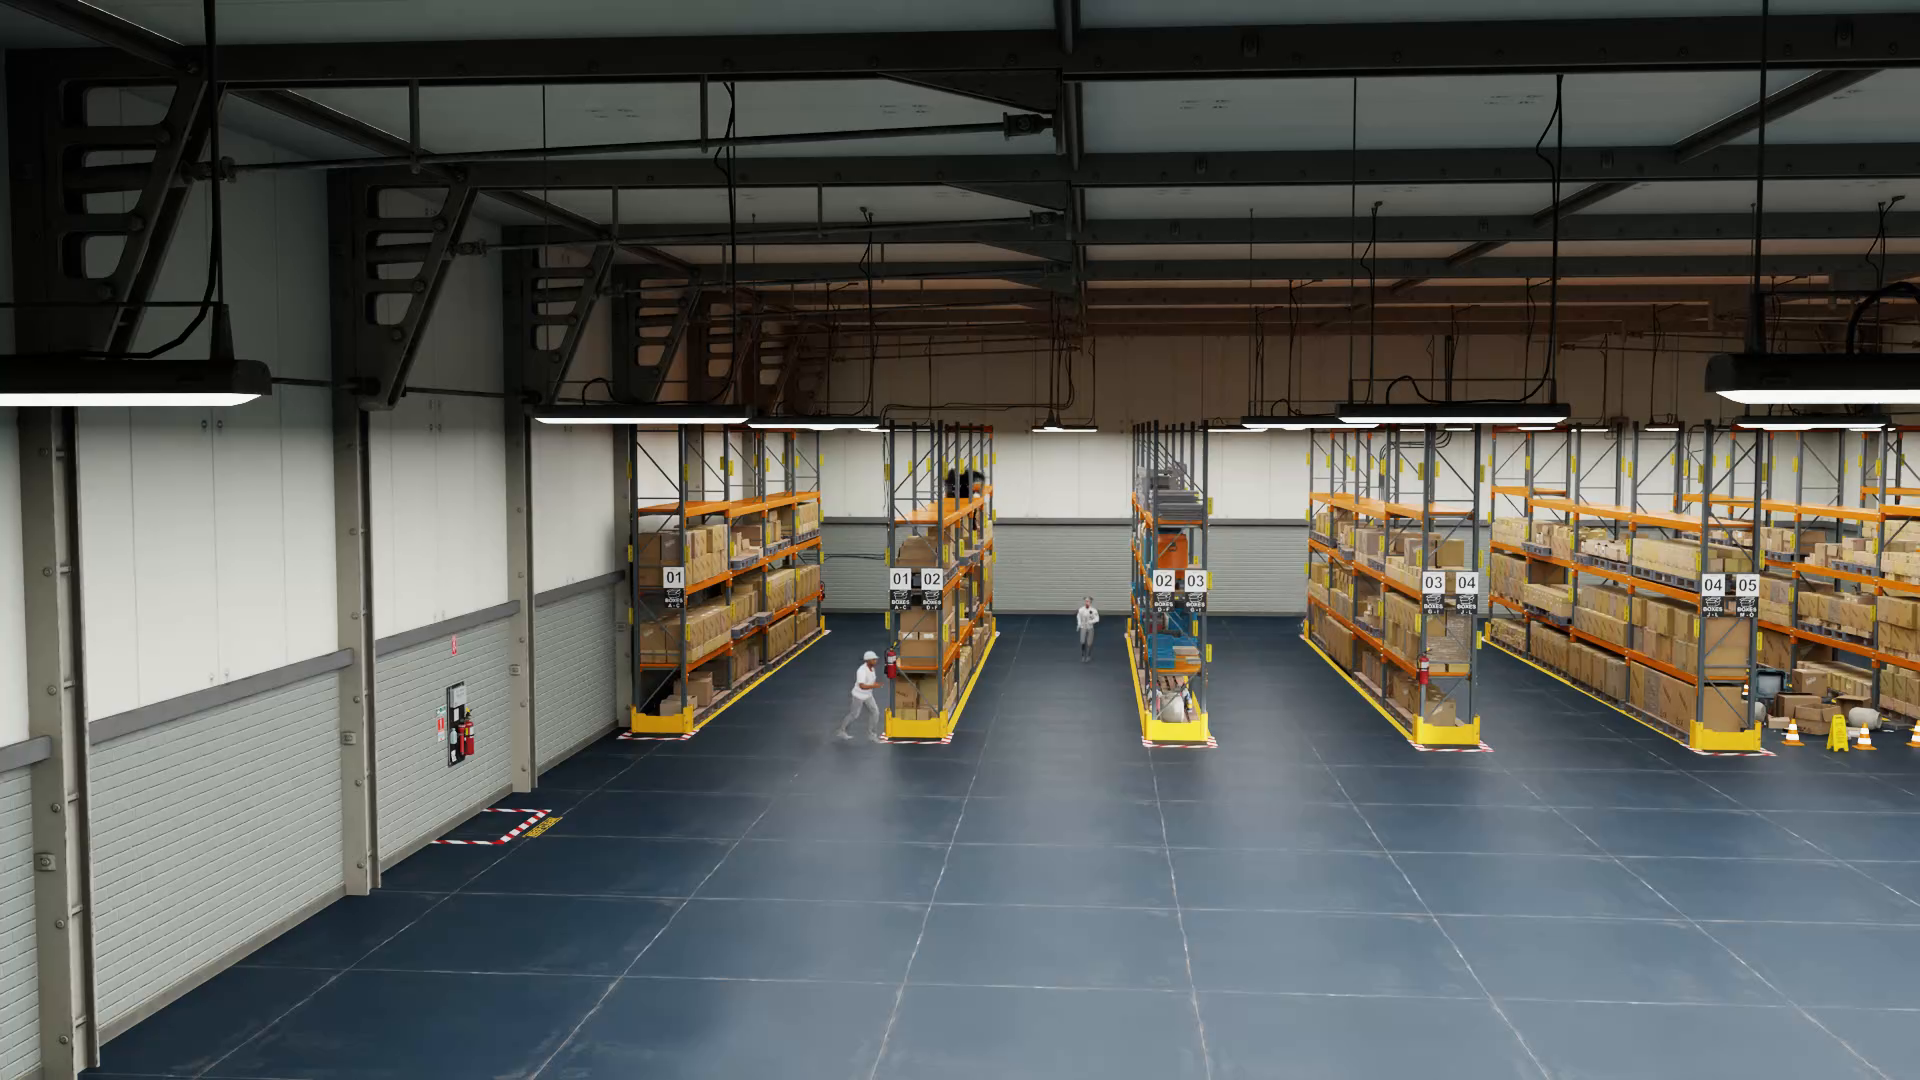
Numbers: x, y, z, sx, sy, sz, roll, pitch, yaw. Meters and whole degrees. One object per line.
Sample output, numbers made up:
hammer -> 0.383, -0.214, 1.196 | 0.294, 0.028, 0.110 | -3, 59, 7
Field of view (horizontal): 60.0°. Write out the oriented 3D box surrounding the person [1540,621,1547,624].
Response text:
person -> 16.587, 1.885, 46.750 | 0.755, 1.758, 0.976 | -3, 4, -36

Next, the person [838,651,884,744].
person -> -1.803, 2.910, 30.795 | 0.982, 1.734, 0.715 | 2, 4, 26

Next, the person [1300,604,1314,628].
person -> 10.269, 1.857, 47.715 | 0.995, 1.637, 0.600 | 1, 4, 9

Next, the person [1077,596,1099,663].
person -> 3.197, 2.243, 41.664 | 0.579, 1.674, 0.649 | 1, 4, 11
